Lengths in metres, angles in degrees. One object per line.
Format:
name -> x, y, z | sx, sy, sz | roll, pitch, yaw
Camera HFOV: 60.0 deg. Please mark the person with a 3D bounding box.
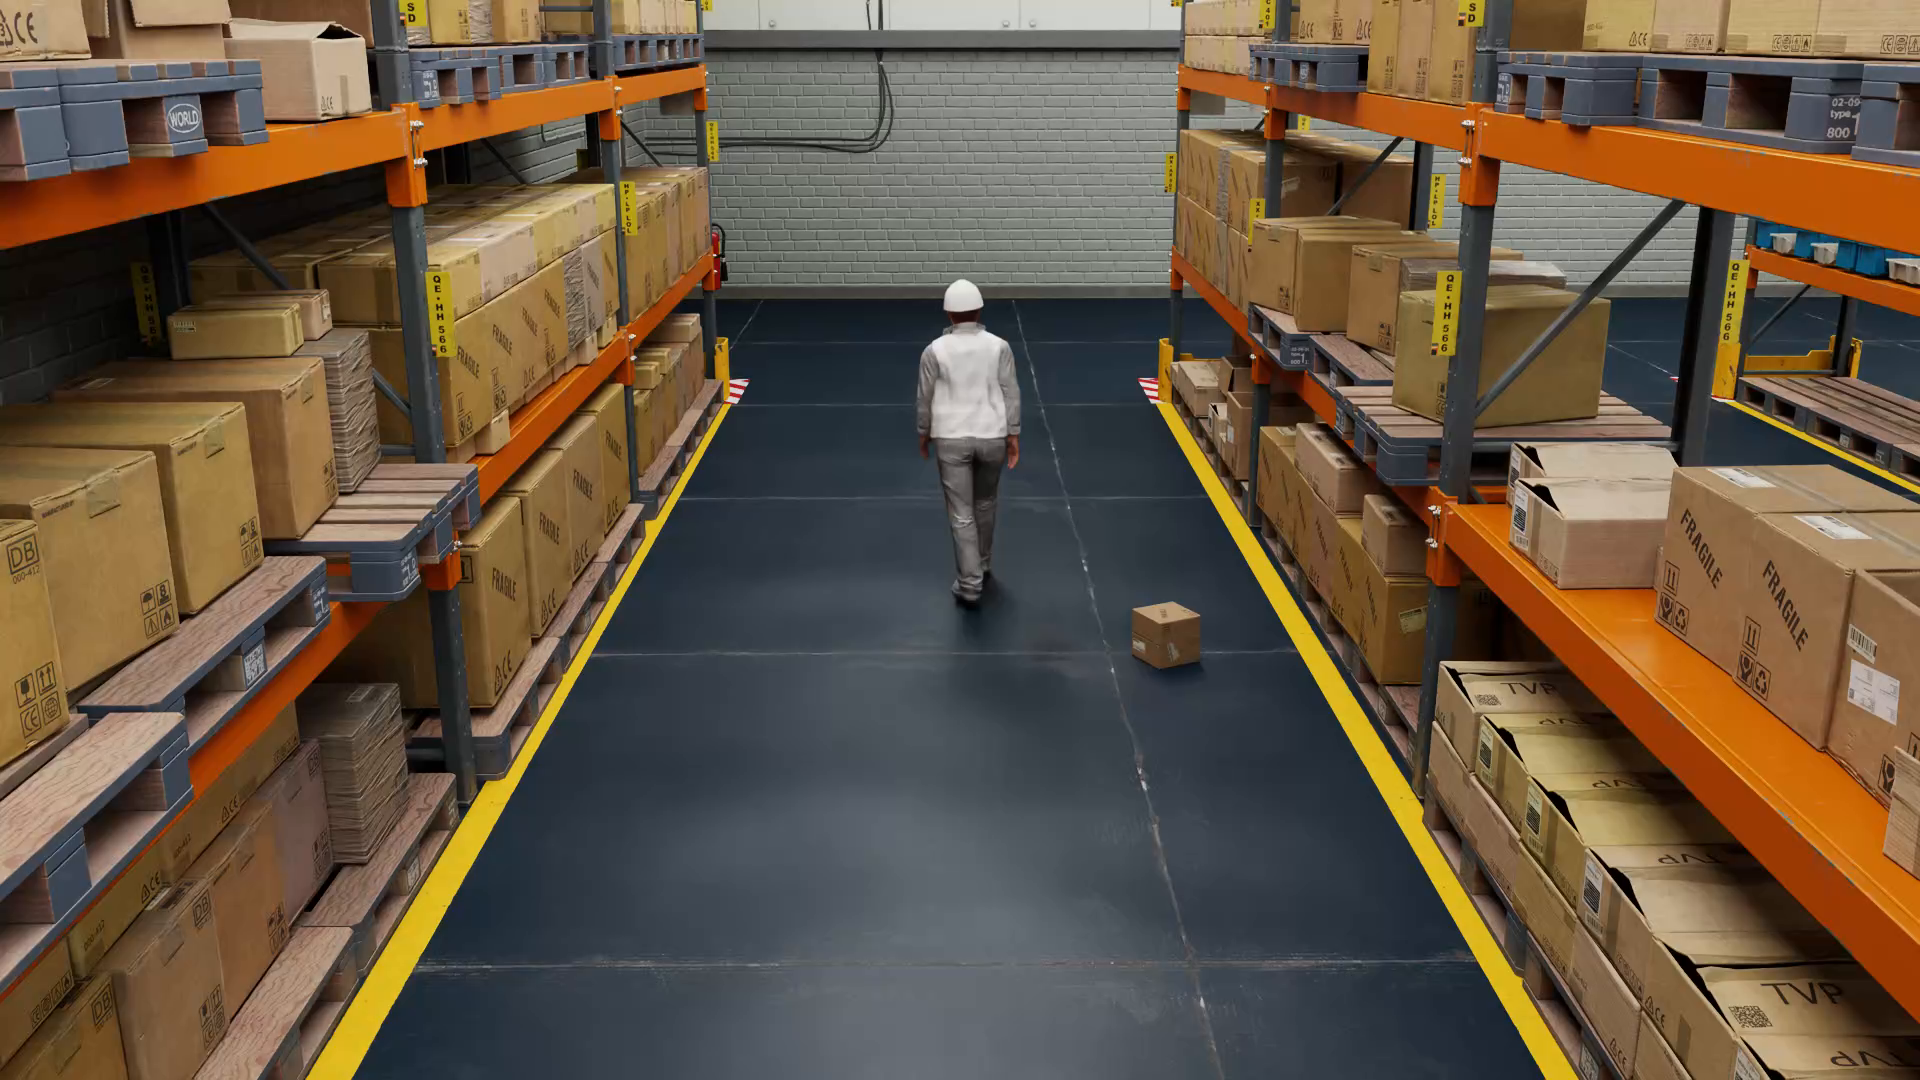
person -> 0.046, -0.548, 9.342 | 0.564, 1.799, 0.795 | -4, 17, -13
